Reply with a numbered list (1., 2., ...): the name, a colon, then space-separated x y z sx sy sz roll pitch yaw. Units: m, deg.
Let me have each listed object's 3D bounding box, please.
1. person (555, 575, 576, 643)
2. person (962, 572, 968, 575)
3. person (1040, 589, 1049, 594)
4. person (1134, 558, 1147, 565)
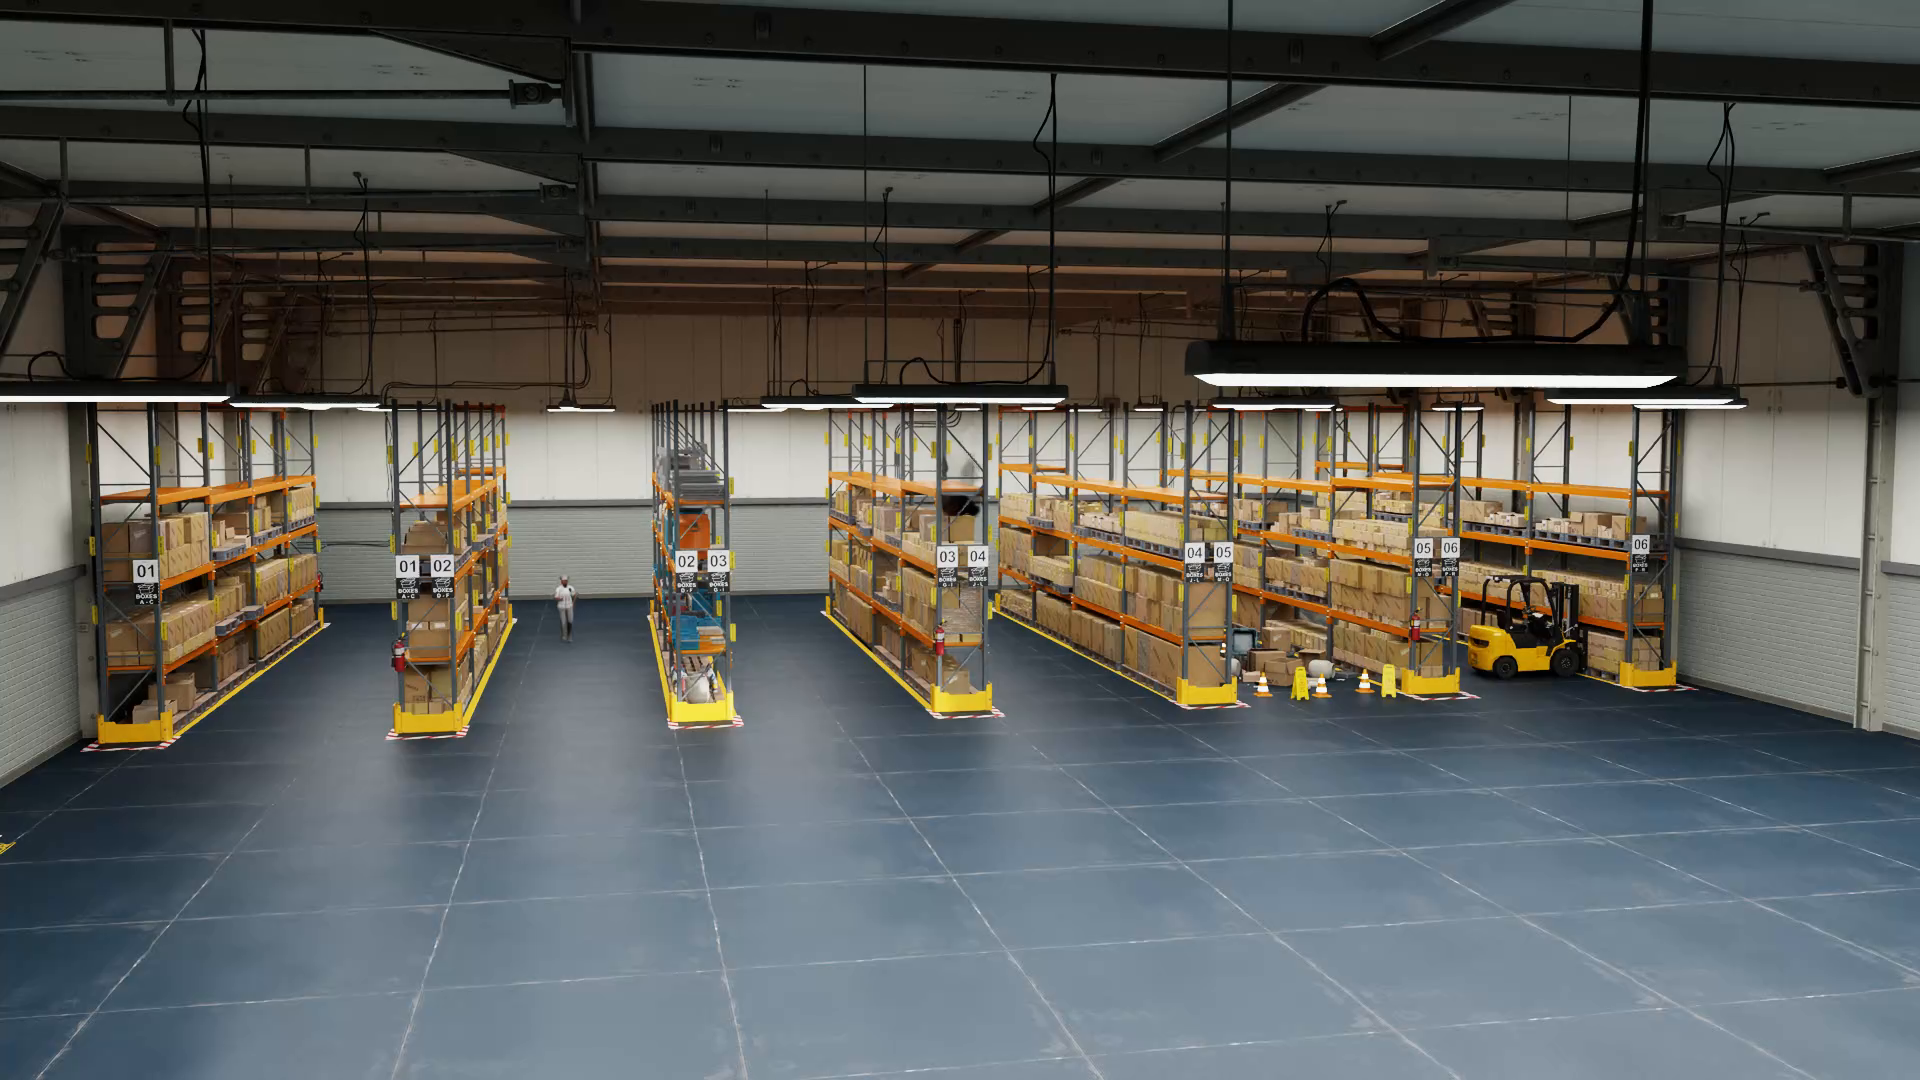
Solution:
1. person: -9.903 1.738 41.809 0.556 1.721 0.652 -1 5 -17
2. person: -0.046 1.333 48.012 0.598 1.624 0.640 0 4 3
3. person: 2.564 1.103 50.598 0.681 1.684 0.553 -3 5 -32
4. person: 5.516 1.023 50.950 0.929 1.677 0.710 0 4 1
